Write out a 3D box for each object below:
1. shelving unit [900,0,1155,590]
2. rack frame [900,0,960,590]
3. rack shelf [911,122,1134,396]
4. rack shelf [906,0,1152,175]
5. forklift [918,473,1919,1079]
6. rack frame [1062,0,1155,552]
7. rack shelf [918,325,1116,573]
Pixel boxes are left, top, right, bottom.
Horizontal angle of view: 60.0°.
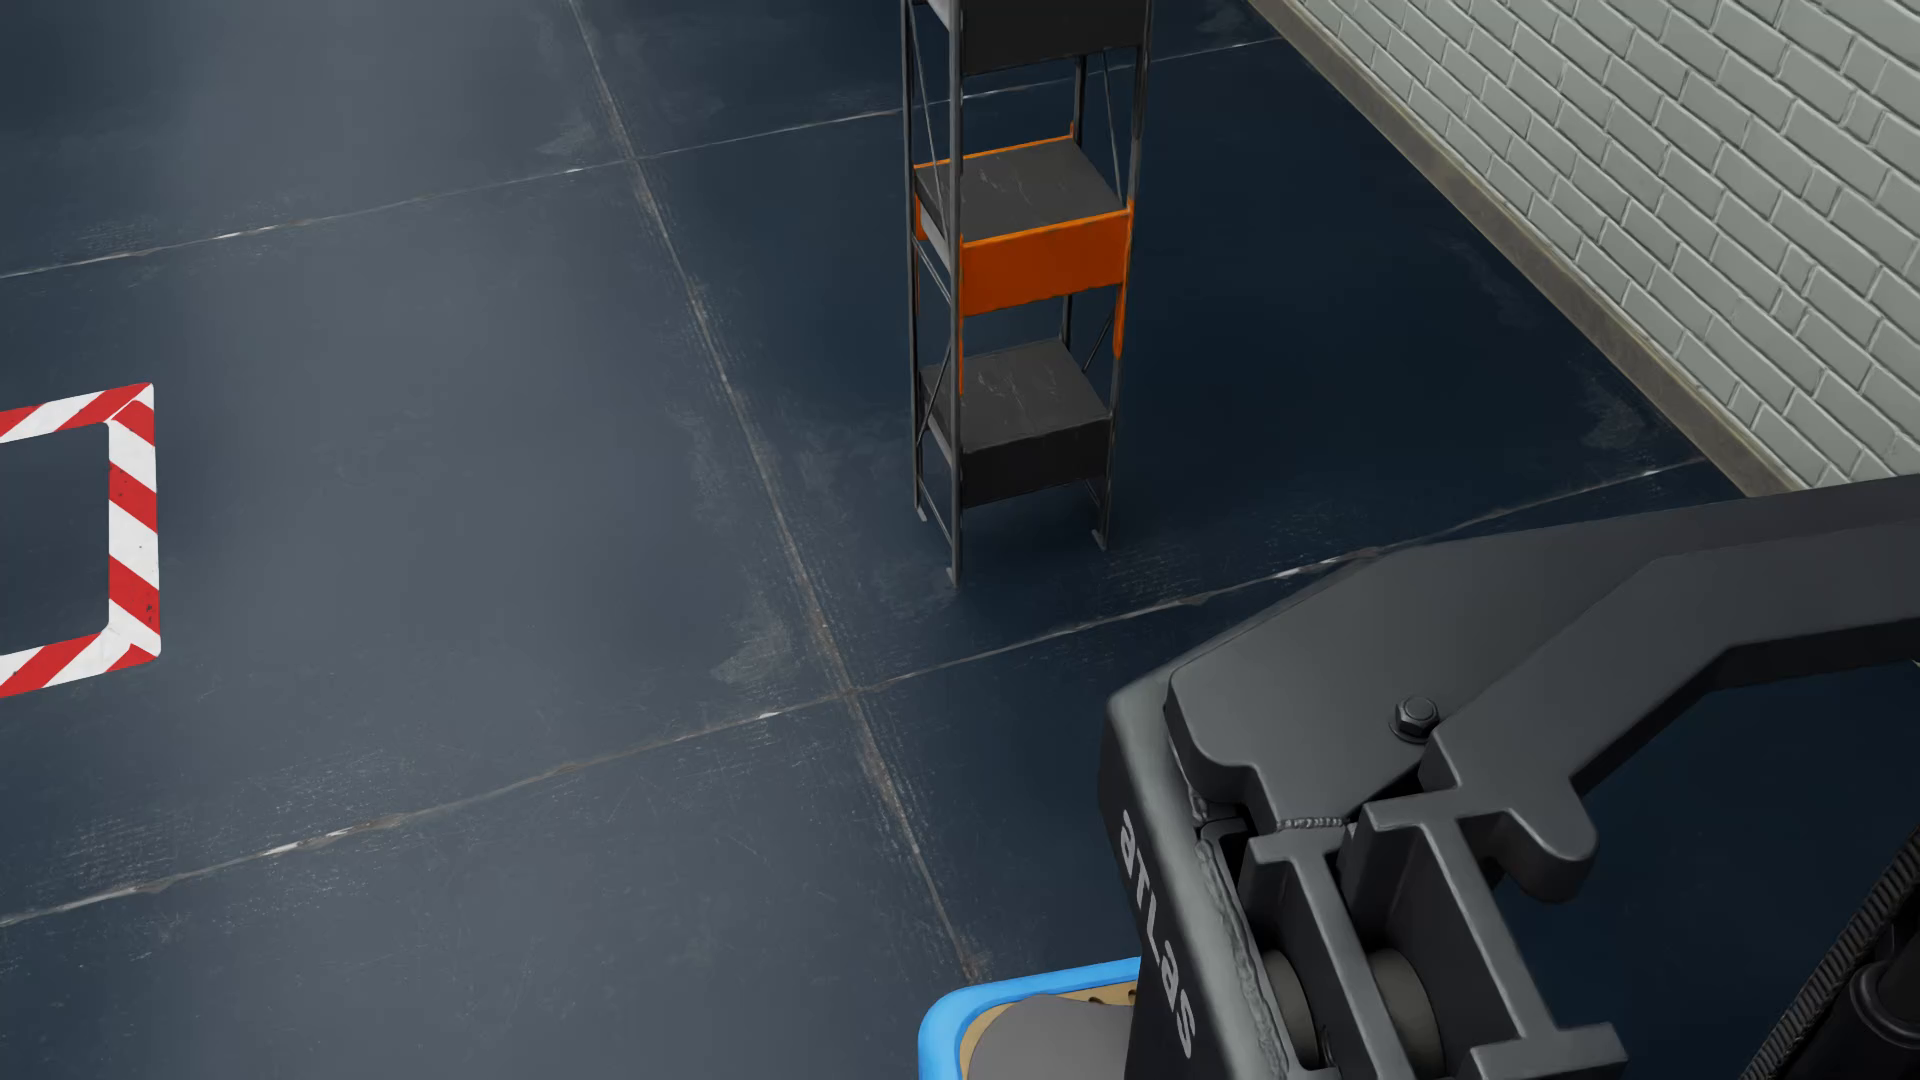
[{"bbox_3d":[0.156,-0.781,4.546,0.503,2.100,0.431,-14,47,-14],"label":"shelving unit"},{"bbox_3d":[-0.074,-0.722,4.487,0.015,2.100,0.400,-14,47,-14],"label":"rack frame"},{"bbox_3d":[0.156,-0.771,4.556,0.480,0.518,0.431,-14,47,-14],"label":"rack shelf"},{"bbox_3d":[0.156,-1.266,4.060,0.480,0.518,0.431,-14,47,-14],"label":"rack shelf"},{"bbox_3d":[0.697,1.489,1.697,1.130,2.935,3.031,-8,46,-8],"label":"forklift"},{"bbox_3d":[0.385,-0.840,4.604,0.015,2.100,0.400,-14,47,-14],"label":"rack frame"},{"bbox_3d":[0.156,-0.277,5.051,0.480,0.518,0.431,-14,47,-14],"label":"rack shelf"}]
